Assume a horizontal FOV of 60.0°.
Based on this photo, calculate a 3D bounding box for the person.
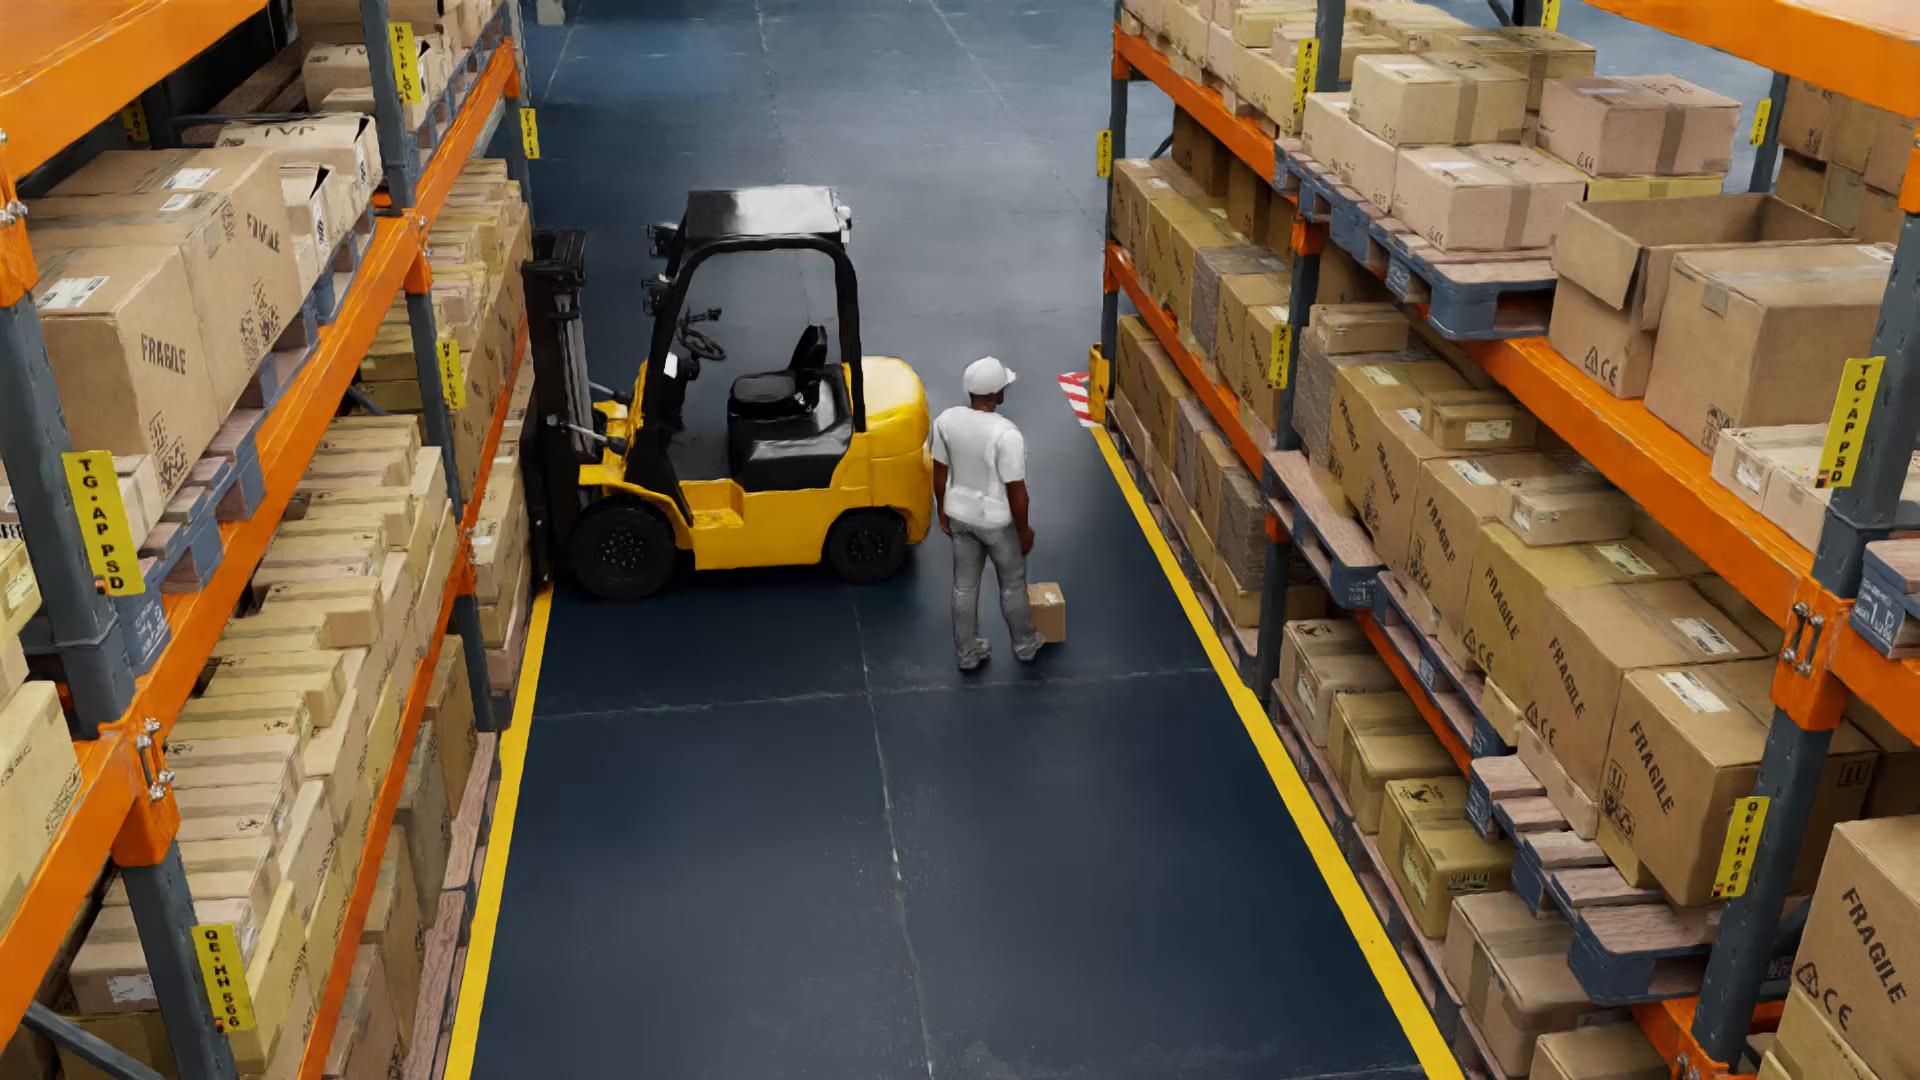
[{"bbox_3d":[0.178,-0.166,8.893,0.578,1.769,0.571,17,32,30],"label":"person"}]
